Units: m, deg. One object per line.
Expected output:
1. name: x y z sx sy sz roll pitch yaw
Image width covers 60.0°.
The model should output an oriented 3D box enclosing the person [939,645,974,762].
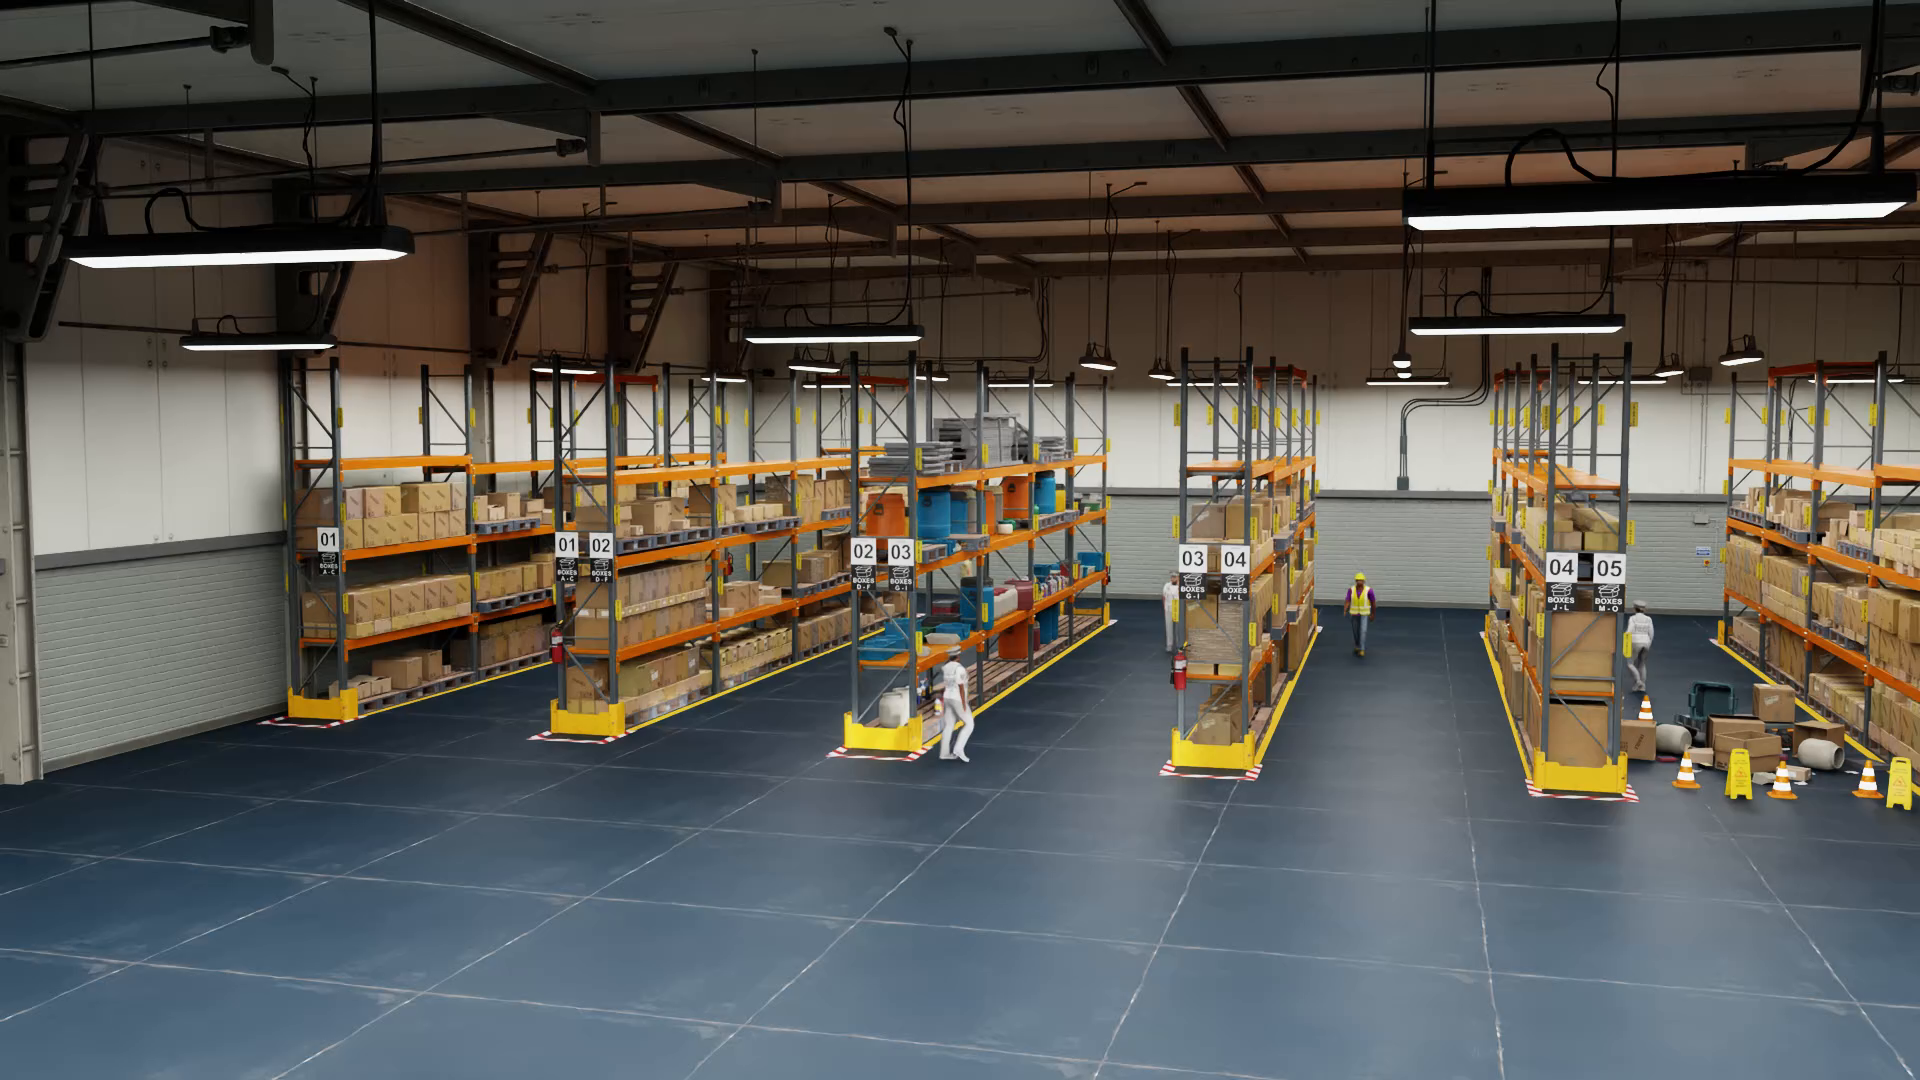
1. person: -0.089 2.385 24.320 0.493 1.674 0.564 -3 5 -34

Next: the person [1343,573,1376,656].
1. person: 8.414 1.556 35.050 0.653 1.704 1.077 1 4 18

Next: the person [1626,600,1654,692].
1. person: 12.454 1.953 30.433 0.553 1.648 0.569 -1 4 -8

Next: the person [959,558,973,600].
1. person: 0.176 1.097 41.936 0.656 1.684 0.458 2 5 24

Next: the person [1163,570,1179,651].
1. person: 4.628 1.501 35.766 0.556 1.708 1.078 1 4 12
